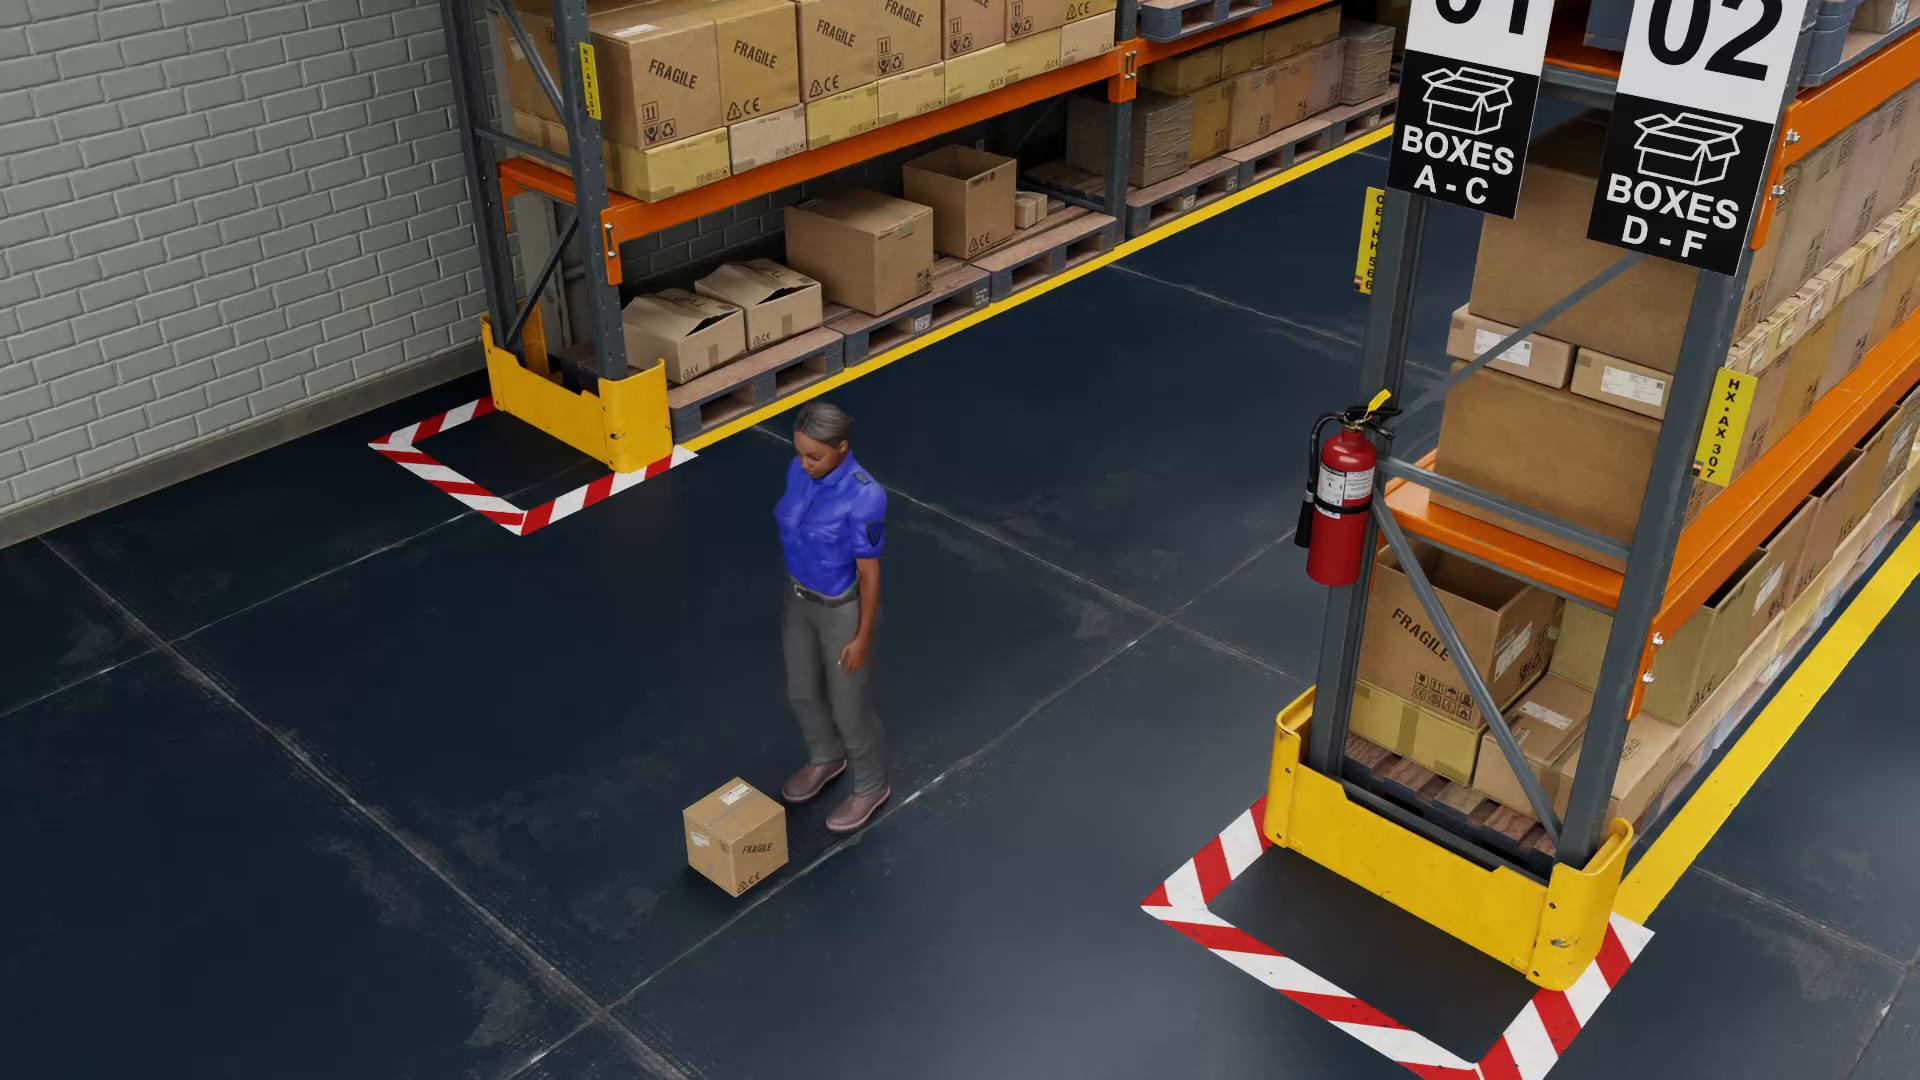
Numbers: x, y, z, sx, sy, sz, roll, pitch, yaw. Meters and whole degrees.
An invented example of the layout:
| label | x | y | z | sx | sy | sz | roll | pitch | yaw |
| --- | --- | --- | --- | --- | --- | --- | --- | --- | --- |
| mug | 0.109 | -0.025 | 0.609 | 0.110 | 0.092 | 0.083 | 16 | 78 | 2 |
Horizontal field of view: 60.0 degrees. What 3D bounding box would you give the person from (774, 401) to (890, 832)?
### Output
| label | x | y | z | sx | sy | sz | roll | pitch | yaw |
| --- | --- | --- | --- | --- | --- | --- | --- | --- | --- |
| person | -0.438 | 0.260 | 5.729 | 0.440 | 1.651 | 0.304 | 26 | 40 | 36 |
